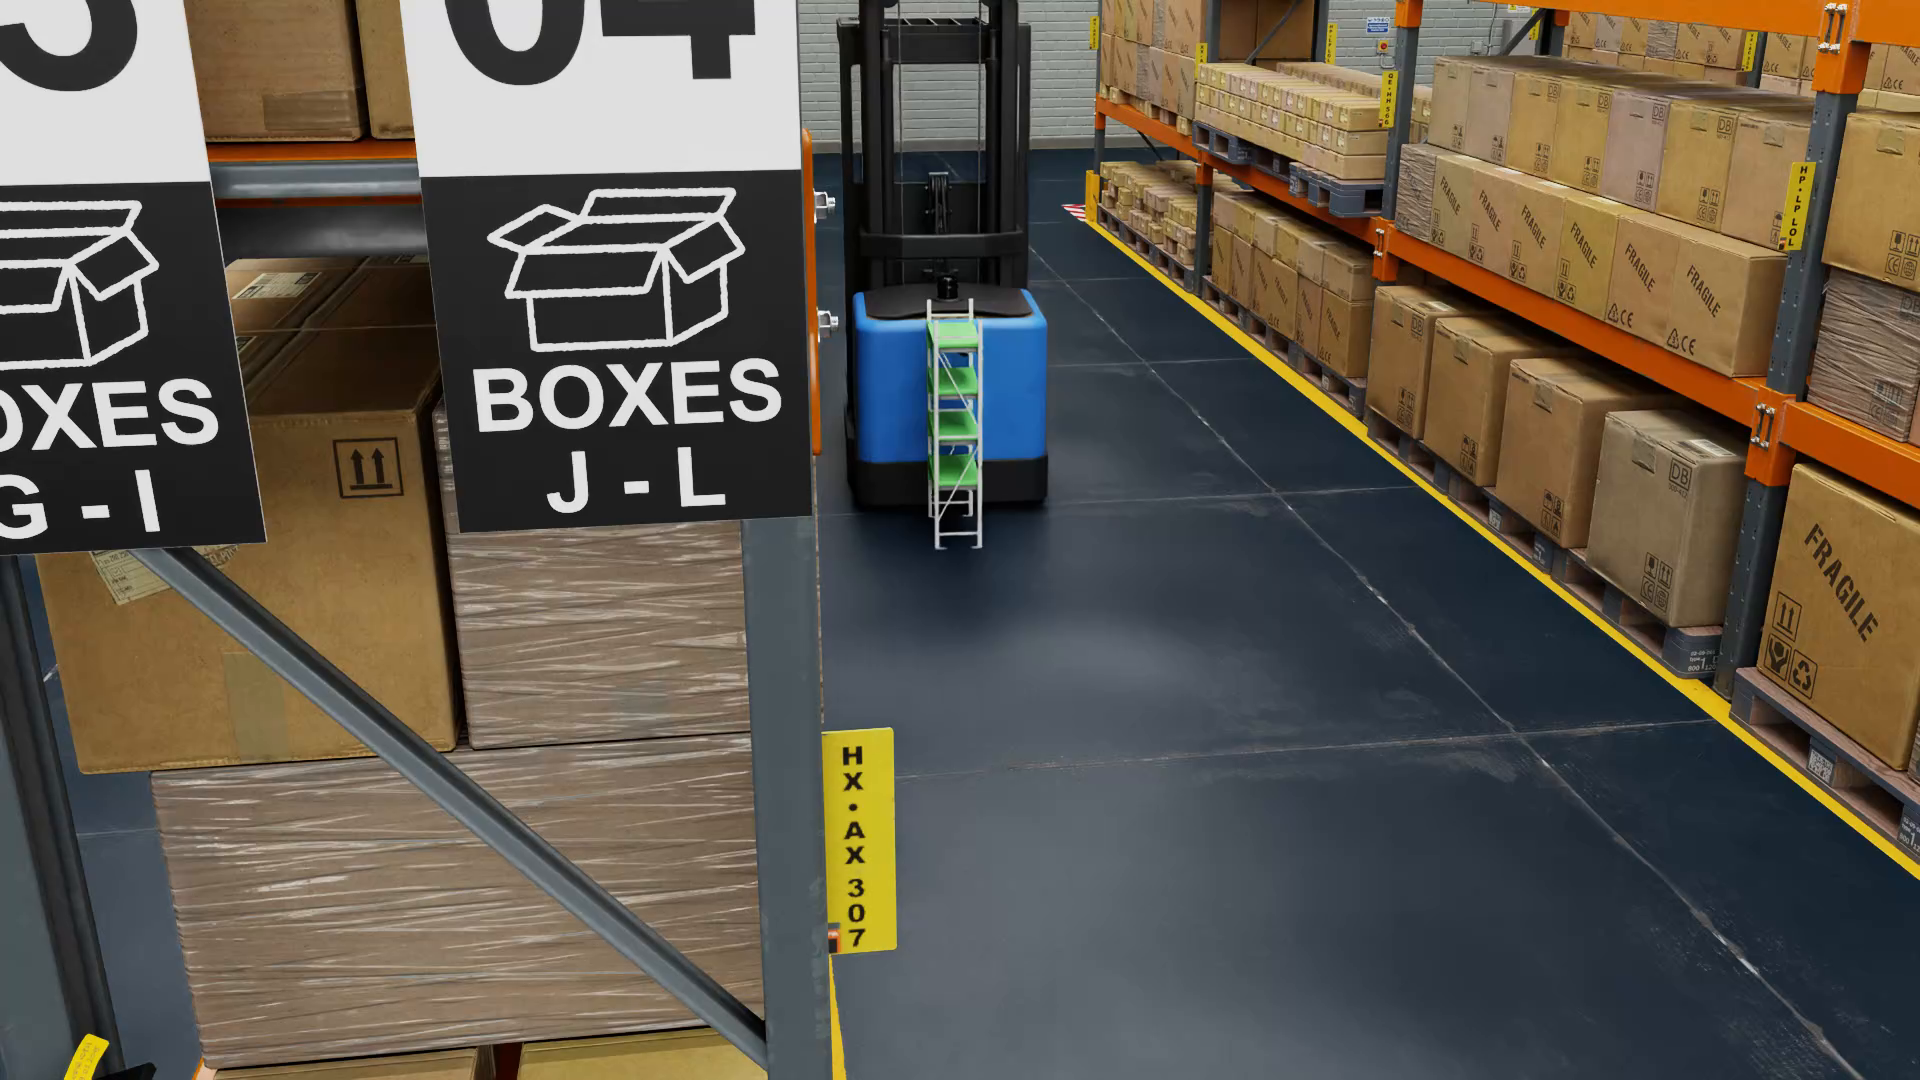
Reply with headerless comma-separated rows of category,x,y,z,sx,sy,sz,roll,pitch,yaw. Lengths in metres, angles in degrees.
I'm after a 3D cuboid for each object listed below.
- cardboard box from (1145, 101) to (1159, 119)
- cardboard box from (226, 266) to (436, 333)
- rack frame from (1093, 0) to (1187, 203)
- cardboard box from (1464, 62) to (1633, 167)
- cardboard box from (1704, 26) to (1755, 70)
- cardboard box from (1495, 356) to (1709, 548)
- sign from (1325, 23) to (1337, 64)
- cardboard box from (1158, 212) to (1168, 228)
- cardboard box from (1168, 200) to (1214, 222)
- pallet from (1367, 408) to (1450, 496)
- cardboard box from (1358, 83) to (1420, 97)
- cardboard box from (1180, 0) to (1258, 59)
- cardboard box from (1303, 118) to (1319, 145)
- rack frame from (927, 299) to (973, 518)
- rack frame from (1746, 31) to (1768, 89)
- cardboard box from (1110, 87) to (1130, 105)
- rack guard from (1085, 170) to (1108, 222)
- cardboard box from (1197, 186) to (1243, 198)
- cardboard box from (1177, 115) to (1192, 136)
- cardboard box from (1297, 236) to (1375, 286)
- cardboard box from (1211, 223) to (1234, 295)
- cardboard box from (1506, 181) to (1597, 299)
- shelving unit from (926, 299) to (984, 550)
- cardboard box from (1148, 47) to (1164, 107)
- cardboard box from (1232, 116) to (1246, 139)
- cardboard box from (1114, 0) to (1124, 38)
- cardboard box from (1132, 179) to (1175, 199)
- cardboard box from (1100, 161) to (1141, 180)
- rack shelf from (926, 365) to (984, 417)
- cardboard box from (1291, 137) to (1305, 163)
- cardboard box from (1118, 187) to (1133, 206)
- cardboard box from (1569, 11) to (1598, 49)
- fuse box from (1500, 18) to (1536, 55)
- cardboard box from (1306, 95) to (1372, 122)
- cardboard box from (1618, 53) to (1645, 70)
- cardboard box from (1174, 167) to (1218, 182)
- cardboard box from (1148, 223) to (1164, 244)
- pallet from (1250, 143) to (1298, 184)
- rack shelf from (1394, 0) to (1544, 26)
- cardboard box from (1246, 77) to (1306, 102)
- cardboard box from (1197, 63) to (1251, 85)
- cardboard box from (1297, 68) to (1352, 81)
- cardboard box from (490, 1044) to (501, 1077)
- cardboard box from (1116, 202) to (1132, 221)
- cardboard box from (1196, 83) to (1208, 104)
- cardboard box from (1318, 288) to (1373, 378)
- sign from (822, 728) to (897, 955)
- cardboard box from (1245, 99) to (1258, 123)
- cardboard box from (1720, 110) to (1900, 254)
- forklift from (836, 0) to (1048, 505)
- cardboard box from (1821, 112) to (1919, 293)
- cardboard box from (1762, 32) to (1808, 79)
cardboard box,1.953,-4.052,15.638,0.380,0.149,0.250,-3,21,-7
cardboard box,-1.072,-0.181,2.916,0.500,0.500,0.500,-3,21,-8
rack frame,1.946,-4.930,17.629,1.000,3.000,0.127,-3,21,-8
cardboard box,3.228,-2.345,9.134,0.700,0.500,0.500,-3,21,-9
cardboard box,7.065,-4.495,14.891,0.500,0.500,0.500,-3,21,-8
cardboard box,3.362,-0.463,8.283,1.050,0.750,0.750,-3,21,-8
sign,3.071,-4.117,13.797,0.100,0.325,0.005,-3,21,-8
cardboard box,2.060,-3.003,15.518,0.380,0.149,0.250,-2,21,-6
cardboard box,2.094,-2.967,14.998,0.380,0.149,0.250,-3,21,-8
pallet,3.138,-0.577,9.960,1.003,0.211,1.213,-3,21,-8
cardboard box,3.033,-3.143,11.752,0.380,0.149,0.250,-2,21,-6
cardboard box,2.187,-4.349,14.076,0.500,0.500,0.500,-4,21,-10
cardboard box,2.496,-2.710,11.019,0.380,0.149,0.250,-2,21,-6
rack frame,-0.051,-0.687,8.842,0.240,1.200,0.015,-2,21,-5
rack frame,7.406,-3.830,14.683,1.000,3.000,0.127,-3,21,-8
cardboard box,1.732,-4.502,16.842,0.380,0.149,0.250,-4,21,-9
rack guard,1.957,-3.733,17.996,1.175,0.500,0.348,-3,21,-8
cardboard box,2.474,-3.270,15.808,0.380,0.149,0.250,-4,21,-10
cardboard box,2.105,-3.598,14.422,0.380,0.149,0.250,-3,21,-9
cardboard box,2.657,-1.935,11.511,0.500,0.250,0.500,-3,21,-7
cardboard box,2.366,-2.302,13.564,0.500,0.500,0.500,-2,21,-6
cardboard box,3.115,-1.515,8.342,0.500,0.500,0.500,-3,21,-8
shelving unit,-0.030,-0.602,8.614,0.258,1.200,0.503,-2,21,-5
cardboard box,2.029,-4.237,15.205,0.500,0.500,0.500,-3,21,-8
cardboard box,2.274,-3.107,12.507,0.380,0.149,0.250,-4,21,-10
cardboard box,1.827,-5.242,16.466,0.500,0.500,0.500,-2,21,-6
cardboard box,1.894,-3.417,16.201,0.380,0.149,0.250,-3,21,-7
cardboard box,1.685,-3.872,17.419,0.380,0.149,0.250,-4,21,-10
rack shelf,-0.030,-0.767,8.552,0.258,0.148,0.480,-2,21,-5
cardboard box,2.469,-2.649,11.279,0.380,0.149,0.250,-3,21,-8
cardboard box,1.803,-3.464,16.753,0.380,0.149,0.250,-2,21,-6
cardboard box,6.698,-5.371,17.237,0.500,0.500,0.500,-3,21,-9
fuse box,8.093,-6.618,23.989,0.539,1.711,0.414,-3,21,-8
cardboard box,2.503,-2.842,10.948,0.380,0.149,0.250,-2,21,-6
cardboard box,6.859,-4.558,16.489,0.500,0.500,0.500,-2,21,-6
cardboard box,2.415,-3.726,17.030,0.380,0.149,0.250,-3,21,-9
cardboard box,1.979,-2.883,15.623,0.380,0.149,0.250,-3,21,-8
pallet,2.773,-2.754,12.076,1.003,0.211,1.213,-3,21,-8
rack shelf,2.811,-3.921,11.668,1.077,0.370,4.000,-3,21,-8
cardboard box,2.311,-3.296,12.162,0.380,0.149,0.250,-2,21,-6
cardboard box,2.124,-3.743,13.360,0.380,0.149,0.250,-2,21,-5
cardboard box,2.848,-3.591,12.953,0.380,0.149,0.250,-4,21,-9
cardboard box,-0.951,0.768,2.733,0.380,0.149,0.250,-3,21,-8
cardboard box,1.794,-3.328,16.813,0.380,0.149,0.250,-3,21,-7
cardboard box,2.124,-3.604,13.412,0.380,0.149,0.250,-3,21,-7
cardboard box,2.745,-1.401,11.152,0.500,0.500,0.500,-3,21,-8
sign,-0.134,0.392,2.143,0.100,0.325,0.005,-3,21,-8
cardboard box,2.318,-3.150,12.197,0.380,0.149,0.250,-3,21,-9
cardboard box,3.598,-1.462,6.772,0.700,0.500,0.500,-3,21,-9
forklift,-0.163,-2.034,9.974,1.130,2.935,3.031,-2,21,-5
cardboard box,3.695,-1.222,5.943,0.875,0.550,0.550,-3,21,-8
cardboard box,7.185,-4.178,14.044,0.500,0.500,0.500,-3,21,-7
